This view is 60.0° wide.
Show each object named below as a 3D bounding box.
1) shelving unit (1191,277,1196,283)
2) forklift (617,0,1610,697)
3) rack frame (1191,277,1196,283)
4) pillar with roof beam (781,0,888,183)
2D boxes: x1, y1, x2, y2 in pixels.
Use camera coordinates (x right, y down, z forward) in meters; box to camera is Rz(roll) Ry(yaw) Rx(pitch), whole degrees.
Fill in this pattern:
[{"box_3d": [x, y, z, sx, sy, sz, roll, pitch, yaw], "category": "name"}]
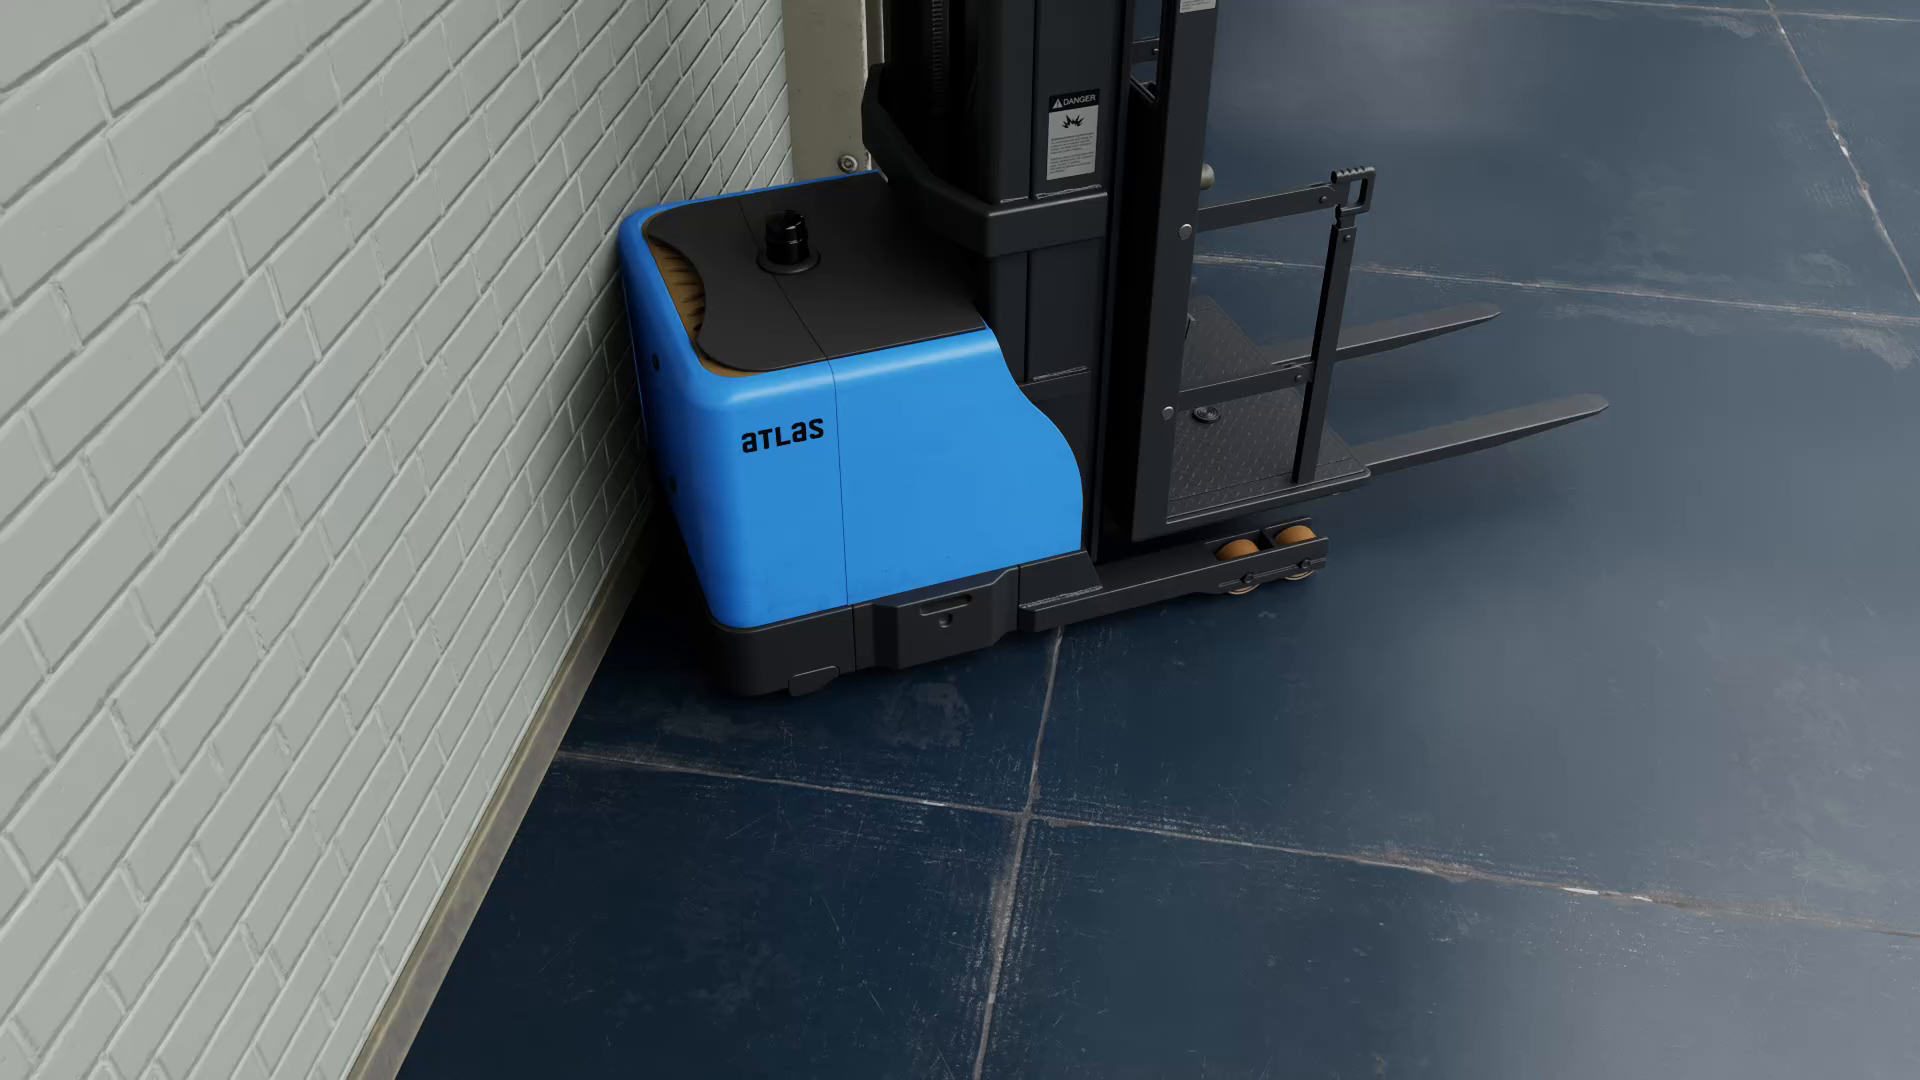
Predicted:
[{"box_3d": [0.280, -0.715, 5.883, 1.200, 0.258, 0.189, -8, 40, -9], "category": "shelving unit"}, {"box_3d": [0.592, -1.268, 4.483, 3.031, 2.935, 1.130, -13, 41, -15], "category": "forklift"}, {"box_3d": [0.261, -0.772, 5.952, 1.200, 0.240, 0.006, -8, 40, -9], "category": "rack frame"}, {"box_3d": [3.768, -4.282, 3.367, 9.100, 9.000, 0.400, 6, 40, 8], "category": "pillar with roof beam"}]
